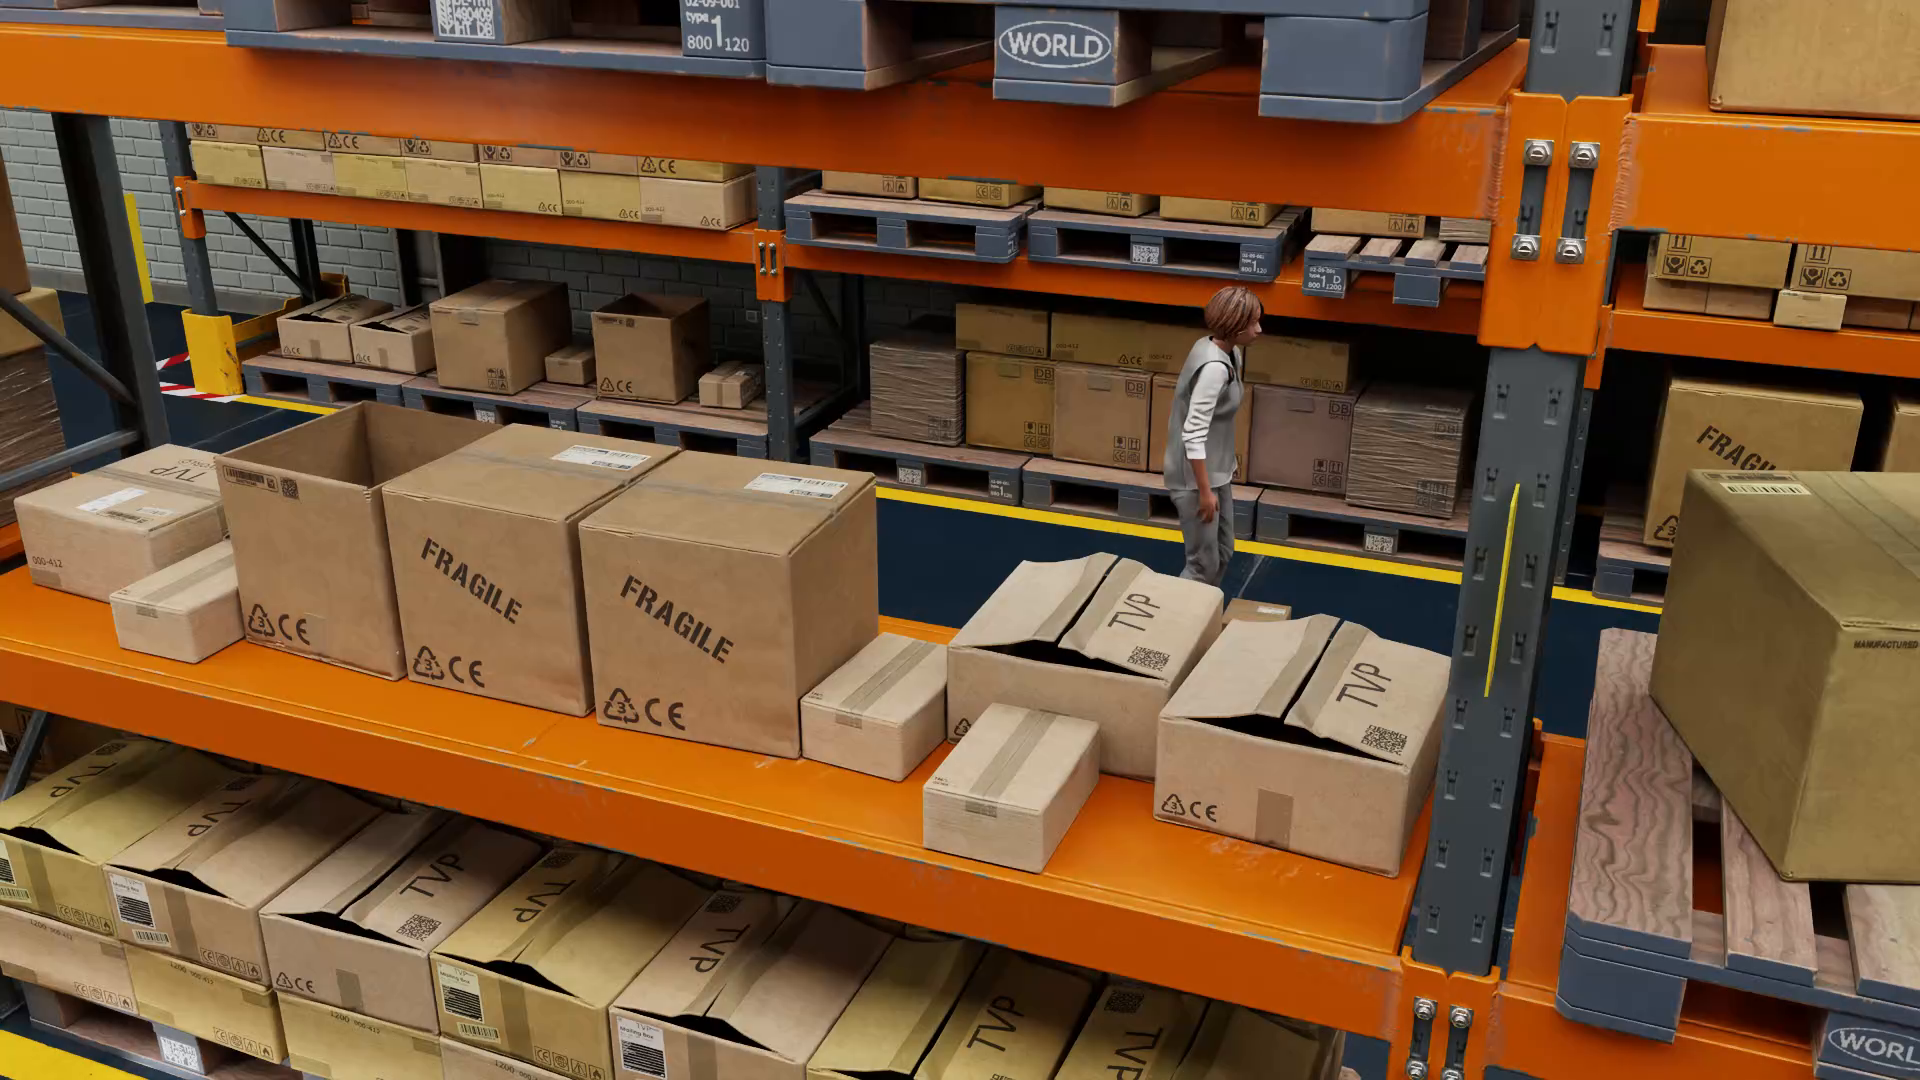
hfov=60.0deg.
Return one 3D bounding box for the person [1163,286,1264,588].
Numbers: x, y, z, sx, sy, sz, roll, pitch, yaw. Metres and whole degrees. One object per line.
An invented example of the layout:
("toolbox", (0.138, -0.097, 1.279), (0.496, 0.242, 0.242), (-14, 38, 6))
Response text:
("person", (1.004, -0.232, 6.662), (0.374, 1.593, 0.485), (7, 24, 17))
